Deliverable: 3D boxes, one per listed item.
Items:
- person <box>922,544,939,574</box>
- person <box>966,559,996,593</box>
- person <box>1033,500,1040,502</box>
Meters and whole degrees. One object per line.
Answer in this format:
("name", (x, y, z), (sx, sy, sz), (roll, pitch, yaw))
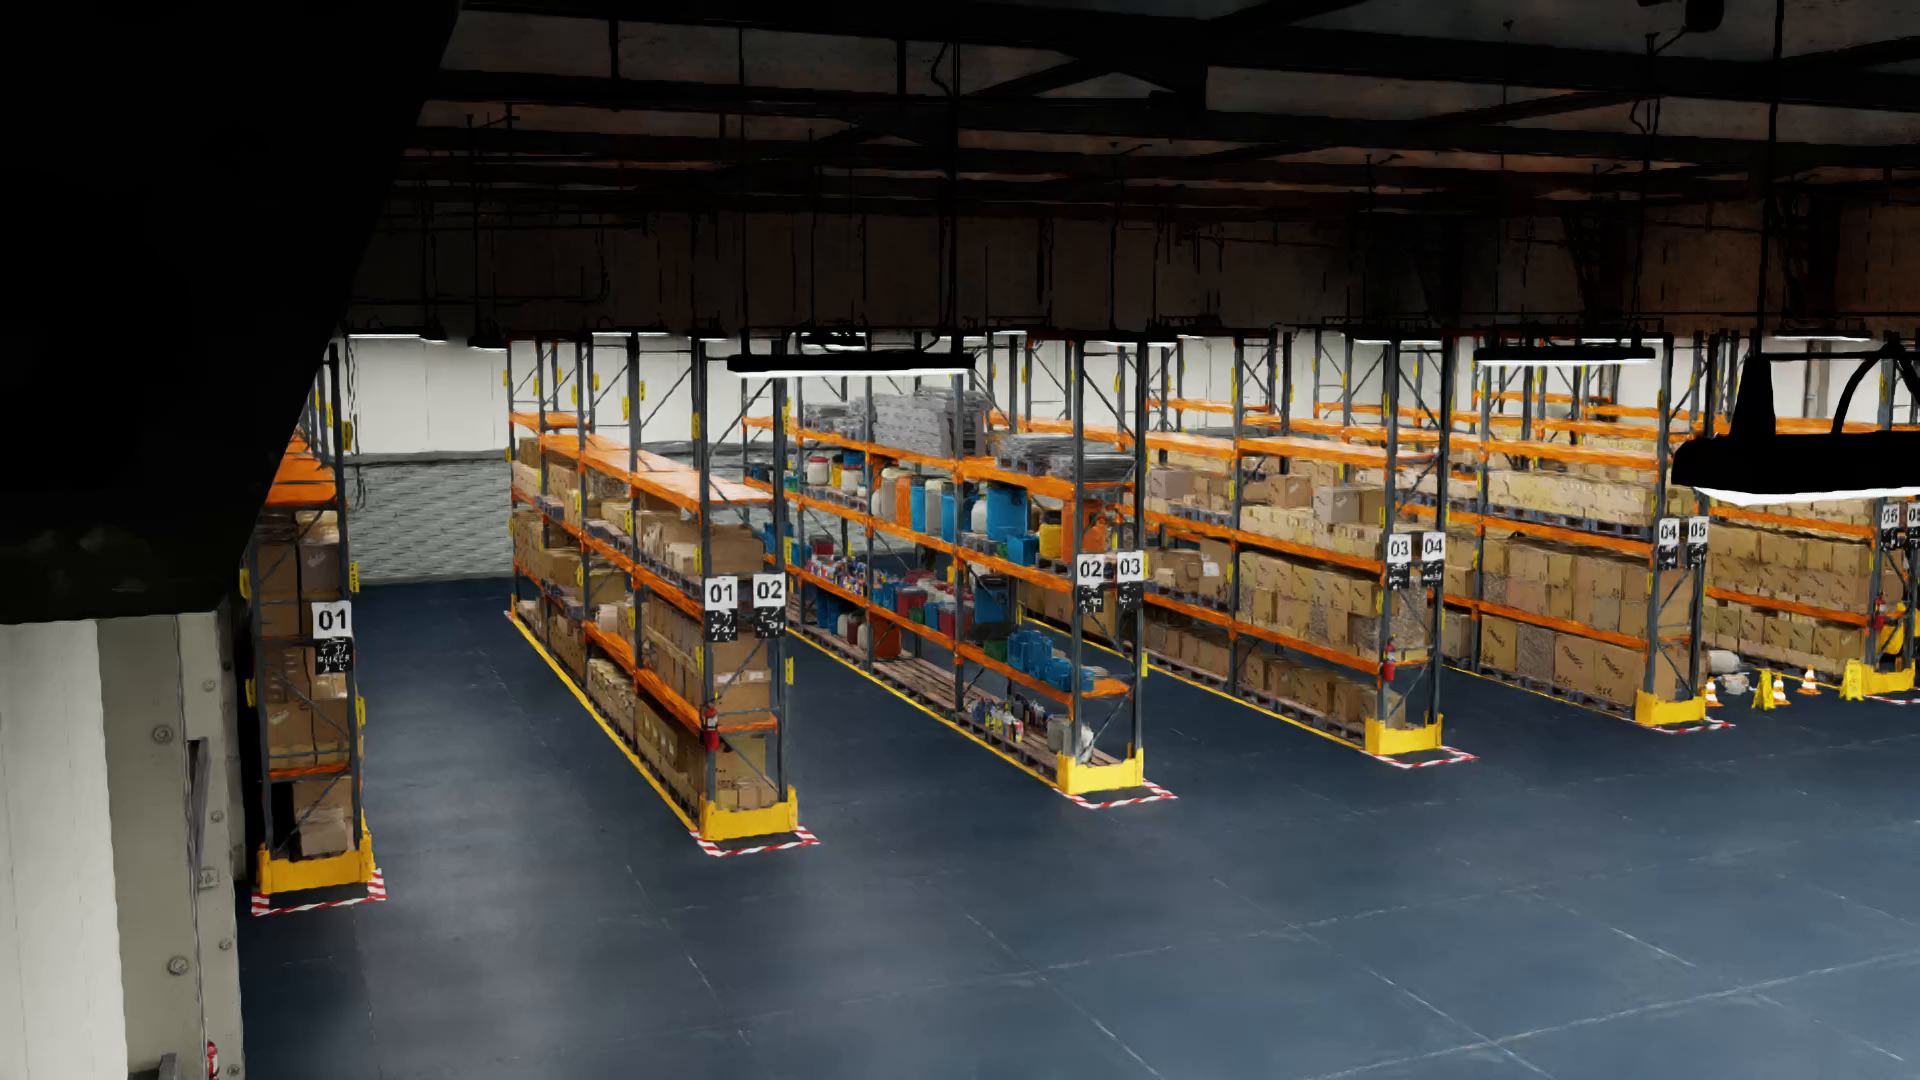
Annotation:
("person", (-0.807, -0.059, 40.576), (0.596, 1.768, 0.625), (5, 9, 32))
("person", (0.440, 0.773, 34.554), (0.588, 1.702, 1.030), (-2, 8, -12))
("person", (1.910, -0.247, 42.445), (0.488, 1.590, 1.089), (-4, 9, -25))
